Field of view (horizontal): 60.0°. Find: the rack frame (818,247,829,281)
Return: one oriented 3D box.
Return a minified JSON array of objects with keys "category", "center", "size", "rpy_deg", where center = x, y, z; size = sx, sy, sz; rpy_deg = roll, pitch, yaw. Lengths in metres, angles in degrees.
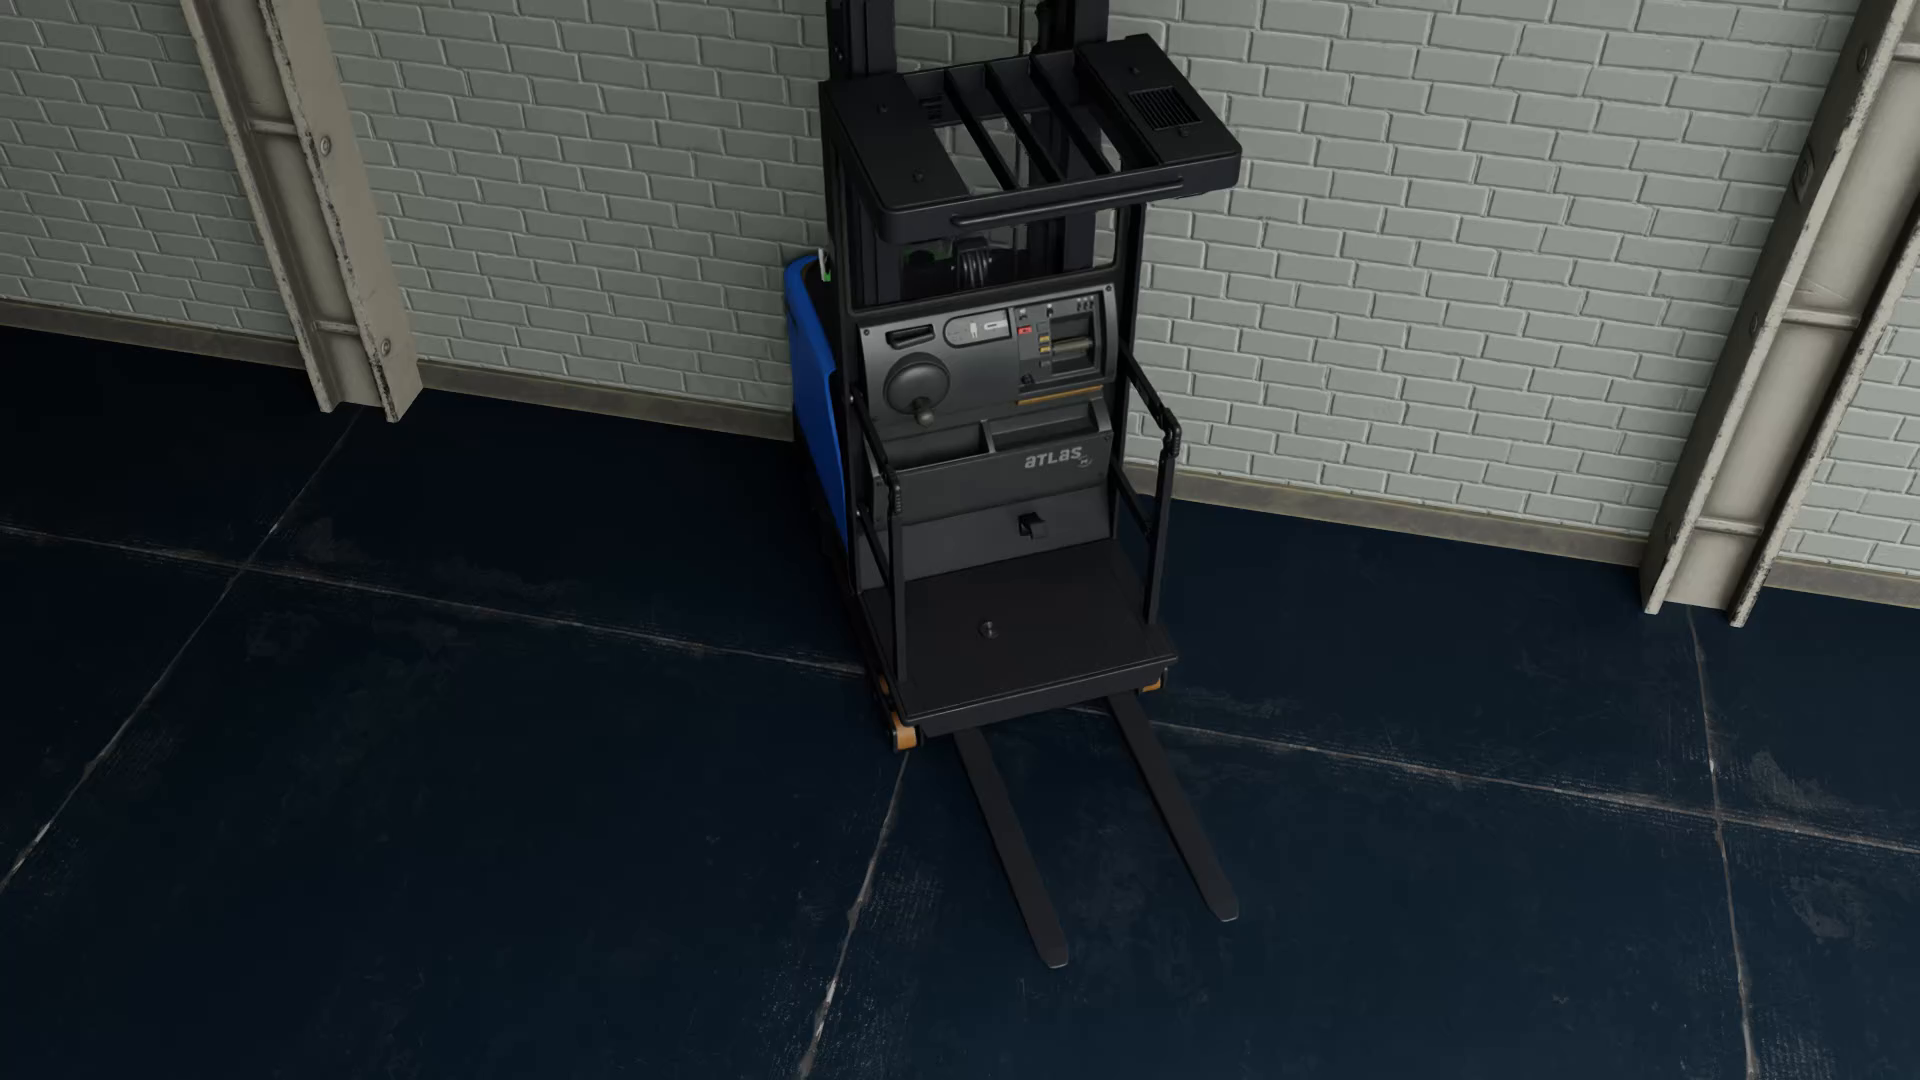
[{"category":"rack frame","center":[-0.503,-0.785,7.117],"size":[0.015,1.200,0.240],"rpy_deg":[6,42,11]}]

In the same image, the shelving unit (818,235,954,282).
[{"category":"shelving unit","center":[-0.265,-0.761,7.070],"size":[0.503,1.200,0.258],"rpy_deg":[6,42,11]}]

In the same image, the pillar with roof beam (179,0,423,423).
[{"category":"pillar with roof beam","center":[-3.734,-1.011,1.772],"size":[0.400,9.000,9.100],"rpy_deg":[9,45,9]}]

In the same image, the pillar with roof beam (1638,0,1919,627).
[{"category":"pillar with roof beam","center":[2.122,-0.103,0.828],"size":[0.400,9.000,9.100],"rpy_deg":[9,45,9]}]

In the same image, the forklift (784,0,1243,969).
[{"category":"forklift","center":[0.174,-0.566,5.684],"size":[1.130,2.935,3.031],"rpy_deg":[-12,45,-12]}]

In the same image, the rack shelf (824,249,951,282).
[{"category":"rack shelf","center":[-0.287,-1.074,6.797],"size":[0.480,0.148,0.258],"rpy_deg":[6,42,11]}]

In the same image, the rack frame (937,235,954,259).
[{"category":"rack frame","center":[-0.027,-0.736,7.023],"size":[0.015,1.200,0.240],"rpy_deg":[6,42,11]}]
